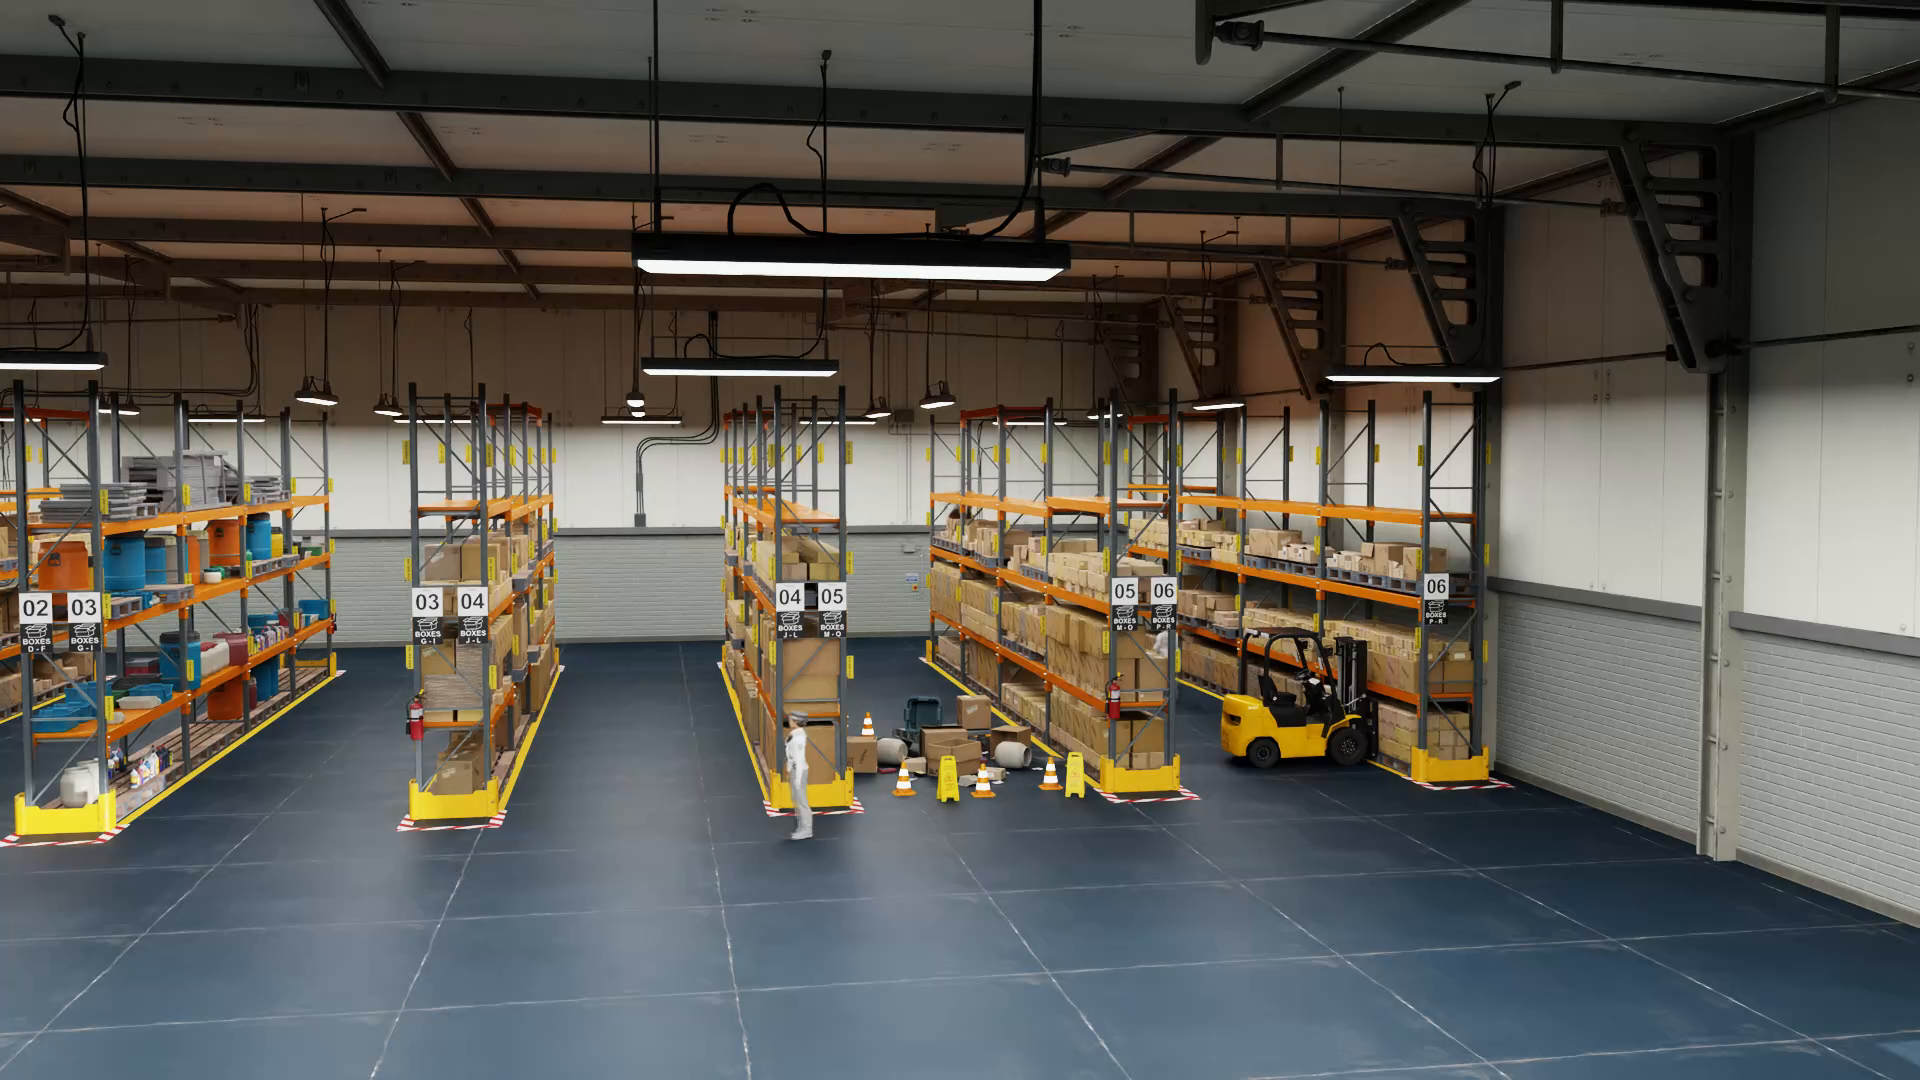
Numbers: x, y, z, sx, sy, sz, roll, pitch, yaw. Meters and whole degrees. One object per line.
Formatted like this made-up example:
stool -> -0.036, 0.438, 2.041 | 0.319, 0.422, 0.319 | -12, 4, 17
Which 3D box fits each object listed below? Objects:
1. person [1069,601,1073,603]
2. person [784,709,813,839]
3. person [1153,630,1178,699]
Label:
person -> 2.561, 1.916, 39.542 | 0.622, 1.805, 0.514 | -3, 4, -42
person -> -2.134, 3.073, 21.745 | 0.379, 1.717, 0.589 | -1, 3, -15
person -> 4.176, 2.429, 34.032 | 0.522, 1.700, 0.737 | -1, 3, -25
